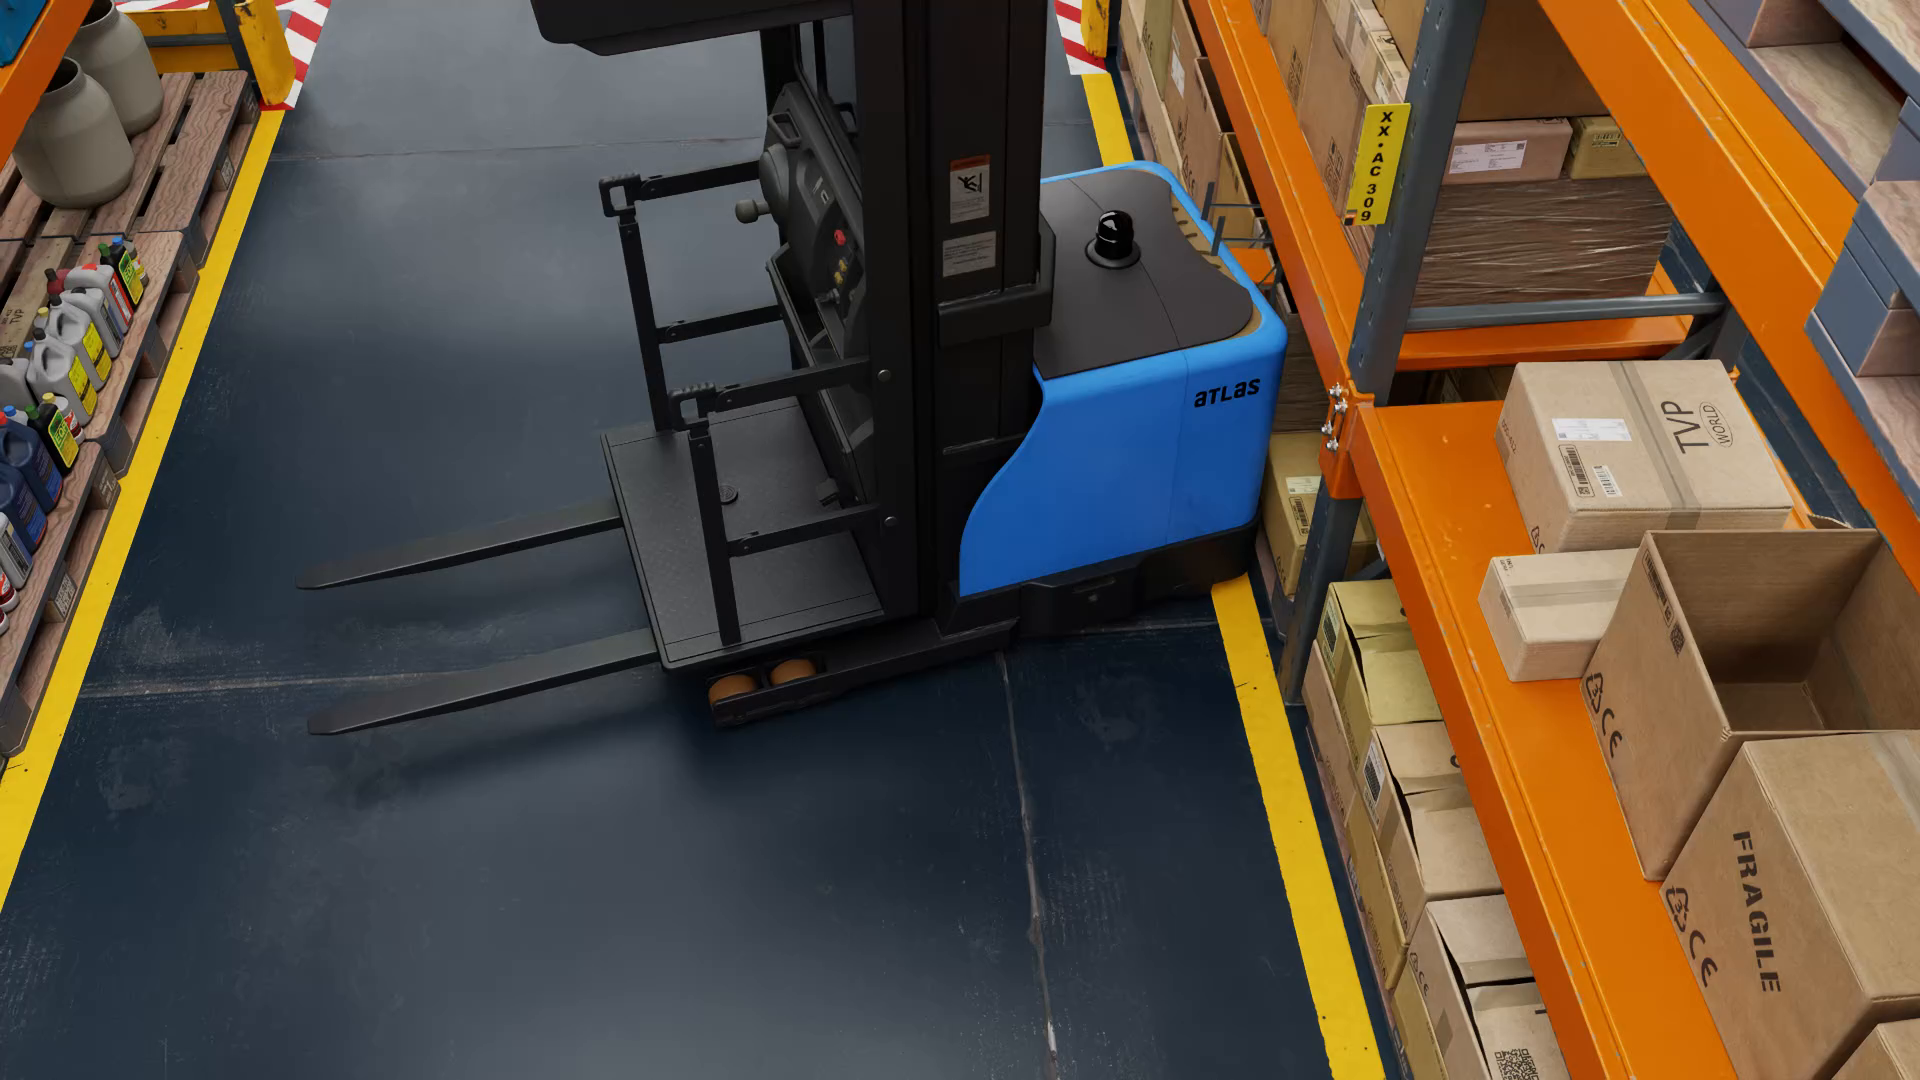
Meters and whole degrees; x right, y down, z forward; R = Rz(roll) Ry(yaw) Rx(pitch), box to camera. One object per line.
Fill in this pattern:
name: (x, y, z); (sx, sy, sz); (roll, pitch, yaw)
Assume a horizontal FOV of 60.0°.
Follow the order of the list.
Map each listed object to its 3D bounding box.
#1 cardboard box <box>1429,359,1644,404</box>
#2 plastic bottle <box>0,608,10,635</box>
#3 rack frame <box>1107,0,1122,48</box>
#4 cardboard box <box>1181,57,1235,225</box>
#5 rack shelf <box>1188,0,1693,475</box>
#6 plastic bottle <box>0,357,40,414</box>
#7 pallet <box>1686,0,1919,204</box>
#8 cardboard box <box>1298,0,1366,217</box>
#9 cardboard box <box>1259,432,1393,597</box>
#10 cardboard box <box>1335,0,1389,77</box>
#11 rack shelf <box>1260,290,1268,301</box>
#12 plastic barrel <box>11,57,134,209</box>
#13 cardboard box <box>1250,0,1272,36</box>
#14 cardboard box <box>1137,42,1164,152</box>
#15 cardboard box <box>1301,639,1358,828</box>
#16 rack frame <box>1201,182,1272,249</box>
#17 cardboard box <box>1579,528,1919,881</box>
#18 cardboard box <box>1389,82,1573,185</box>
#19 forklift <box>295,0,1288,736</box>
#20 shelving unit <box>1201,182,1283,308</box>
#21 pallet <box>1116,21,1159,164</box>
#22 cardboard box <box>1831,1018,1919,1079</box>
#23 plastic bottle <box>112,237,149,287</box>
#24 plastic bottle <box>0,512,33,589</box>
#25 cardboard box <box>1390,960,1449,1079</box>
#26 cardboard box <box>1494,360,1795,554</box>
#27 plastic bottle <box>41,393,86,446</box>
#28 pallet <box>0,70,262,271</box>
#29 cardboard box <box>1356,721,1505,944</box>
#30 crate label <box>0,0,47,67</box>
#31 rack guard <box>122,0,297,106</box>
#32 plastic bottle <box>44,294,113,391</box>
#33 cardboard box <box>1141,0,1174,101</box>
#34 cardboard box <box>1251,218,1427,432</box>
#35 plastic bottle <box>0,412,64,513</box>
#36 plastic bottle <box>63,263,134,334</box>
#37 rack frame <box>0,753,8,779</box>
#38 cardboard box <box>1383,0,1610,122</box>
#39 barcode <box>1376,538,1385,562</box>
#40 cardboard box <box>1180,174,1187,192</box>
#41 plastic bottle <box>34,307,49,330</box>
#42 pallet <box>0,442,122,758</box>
cardboard box: (1.791, -0.387, 5.139); (0.500, 0.500, 0.500); (-3, 47, -3)
plastic bottle: (-3.017, 0.203, 5.116); (0.097, 0.201, 0.097); (0, 47, 0)
rack frame: (1.183, -3.470, 6.970); (1.000, 3.000, 0.127); (-3, 47, -3)
cardboard box: (1.129, -1.440, 6.136); (0.500, 0.500, 0.500); (-3, 47, -3)
rack shelf: (1.350, -1.776, 5.861); (1.077, 0.370, 4.000); (-3, 47, -3)
plastic bottle: (-3.270, -0.518, 5.748); (0.152, 0.276, 0.135); (-3, 47, -3)
pallet: (1.604, -0.904, 2.606); (0.805, 0.209, 1.217); (-5, 47, -5)
cardboard box: (1.423, -1.312, 4.858); (0.700, 0.500, 0.500); (-4, 47, -4)
cardboard box: (1.261, -0.097, 5.380); (0.500, 0.250, 0.500); (-3, 47, -3)
cardboard box: (1.238, -1.385, 4.480); (0.380, 0.149, 0.250); (-5, 47, -4)
rack shelf: (0.862, -0.755, 5.365); (0.258, 0.103, 0.180); (0, 45, -6)
plastic barrel: (-3.581, -1.626, 6.649); (0.421, 0.512, 0.421); (0, 47, 0)
cardboard box: (1.341, -2.046, 5.553); (0.700, 0.500, 0.500); (-2, 47, -2)
cardboard box: (1.051, -1.906, 7.094); (0.500, 0.250, 0.500); (-3, 47, -3)
cardboard box: (1.304, 0.532, 4.785); (0.500, 0.250, 0.500); (-5, 47, -4)
rack frame: (0.842, -0.683, 5.568); (0.240, 1.200, 0.006); (0, 45, -6)
cardboard box: (1.610, 0.328, 3.305); (0.500, 0.500, 0.500); (0, 47, 0)
cardboard box: (1.281, -1.017, 4.132); (0.380, 0.149, 0.250); (-4, 47, -3)
forklift: (-0.592, -0.863, 4.549); (3.031, 2.935, 1.130); (-14, 48, -13)
shelving unit: (0.848, -0.618, 5.504); (0.258, 1.200, 0.189); (0, 45, -6)
pallet: (1.288, -1.960, 7.461); (1.003, 0.211, 1.213); (-3, 47, -3)
cardboard box: (1.696, 1.071, 2.601); (0.500, 0.500, 0.500); (-6, 47, -5)
plastic bottle: (-3.163, -1.058, 6.311); (0.097, 0.201, 0.097); (0, 47, 0)
plastic bottle: (-3.063, 0.018, 5.240); (0.152, 0.276, 0.135); (-2, 47, -2)
cardboard box: (1.392, 1.277, 4.080); (0.500, 0.250, 0.500); (-5, 47, -5)
cardboard box: (1.602, -0.171, 3.949); (0.500, 0.250, 0.500); (-1, 47, -1)
plastic bottle: (-3.089, -0.419, 5.705); (0.097, 0.201, 0.097); (0, 47, 0)
pallet: (-3.638, -1.572, 7.094); (1.003, 0.211, 1.213); (-3, 47, -3)
cardboard box: (1.340, 0.709, 4.231); (0.500, 0.311, 0.500); (-4, 47, -4)
crate label: (-3.330, -1.869, 5.429); (0.502, 0.435, 0.616); (-3, 47, -3)
rack guard: (-3.700, -2.260, 7.546); (1.175, 0.500, 0.348); (-3, 47, -3)
plastic bottle: (-3.140, -0.706, 5.874); (0.144, 0.351, 0.185); (-2, 47, -2)
cardboard box: (1.050, -2.164, 6.821); (0.500, 0.500, 0.500); (-3, 47, -3)
cardboard box: (1.231, -0.717, 5.452); (0.500, 0.500, 0.500); (-3, 47, -3)
plastic bottle: (-3.089, -0.264, 5.455); (0.144, 0.351, 0.185); (-5, 47, -5)
plastic bottle: (-3.169, -0.900, 6.109); (0.152, 0.276, 0.135); (-3, 47, -3)
rack frame: (-3.419, -0.278, 3.947); (1.000, 3.000, 0.127); (-3, 47, -3)
cardboard box: (1.474, -1.377, 4.026); (0.700, 0.500, 0.500); (-3, 47, -3)
barcode: (1.124, 0.012, 4.430); (0.001, 0.075, 0.075); (-3, 47, -3)
cardboard box: (1.130, -1.182, 6.408); (0.500, 0.250, 0.500); (-3, 47, -3)
plastic bottle: (-3.280, -0.753, 6.022); (0.097, 0.201, 0.097); (0, 47, 0)
pallet: (-3.434, 0.193, 5.422); (1.003, 0.211, 1.213); (-3, 47, -3)
